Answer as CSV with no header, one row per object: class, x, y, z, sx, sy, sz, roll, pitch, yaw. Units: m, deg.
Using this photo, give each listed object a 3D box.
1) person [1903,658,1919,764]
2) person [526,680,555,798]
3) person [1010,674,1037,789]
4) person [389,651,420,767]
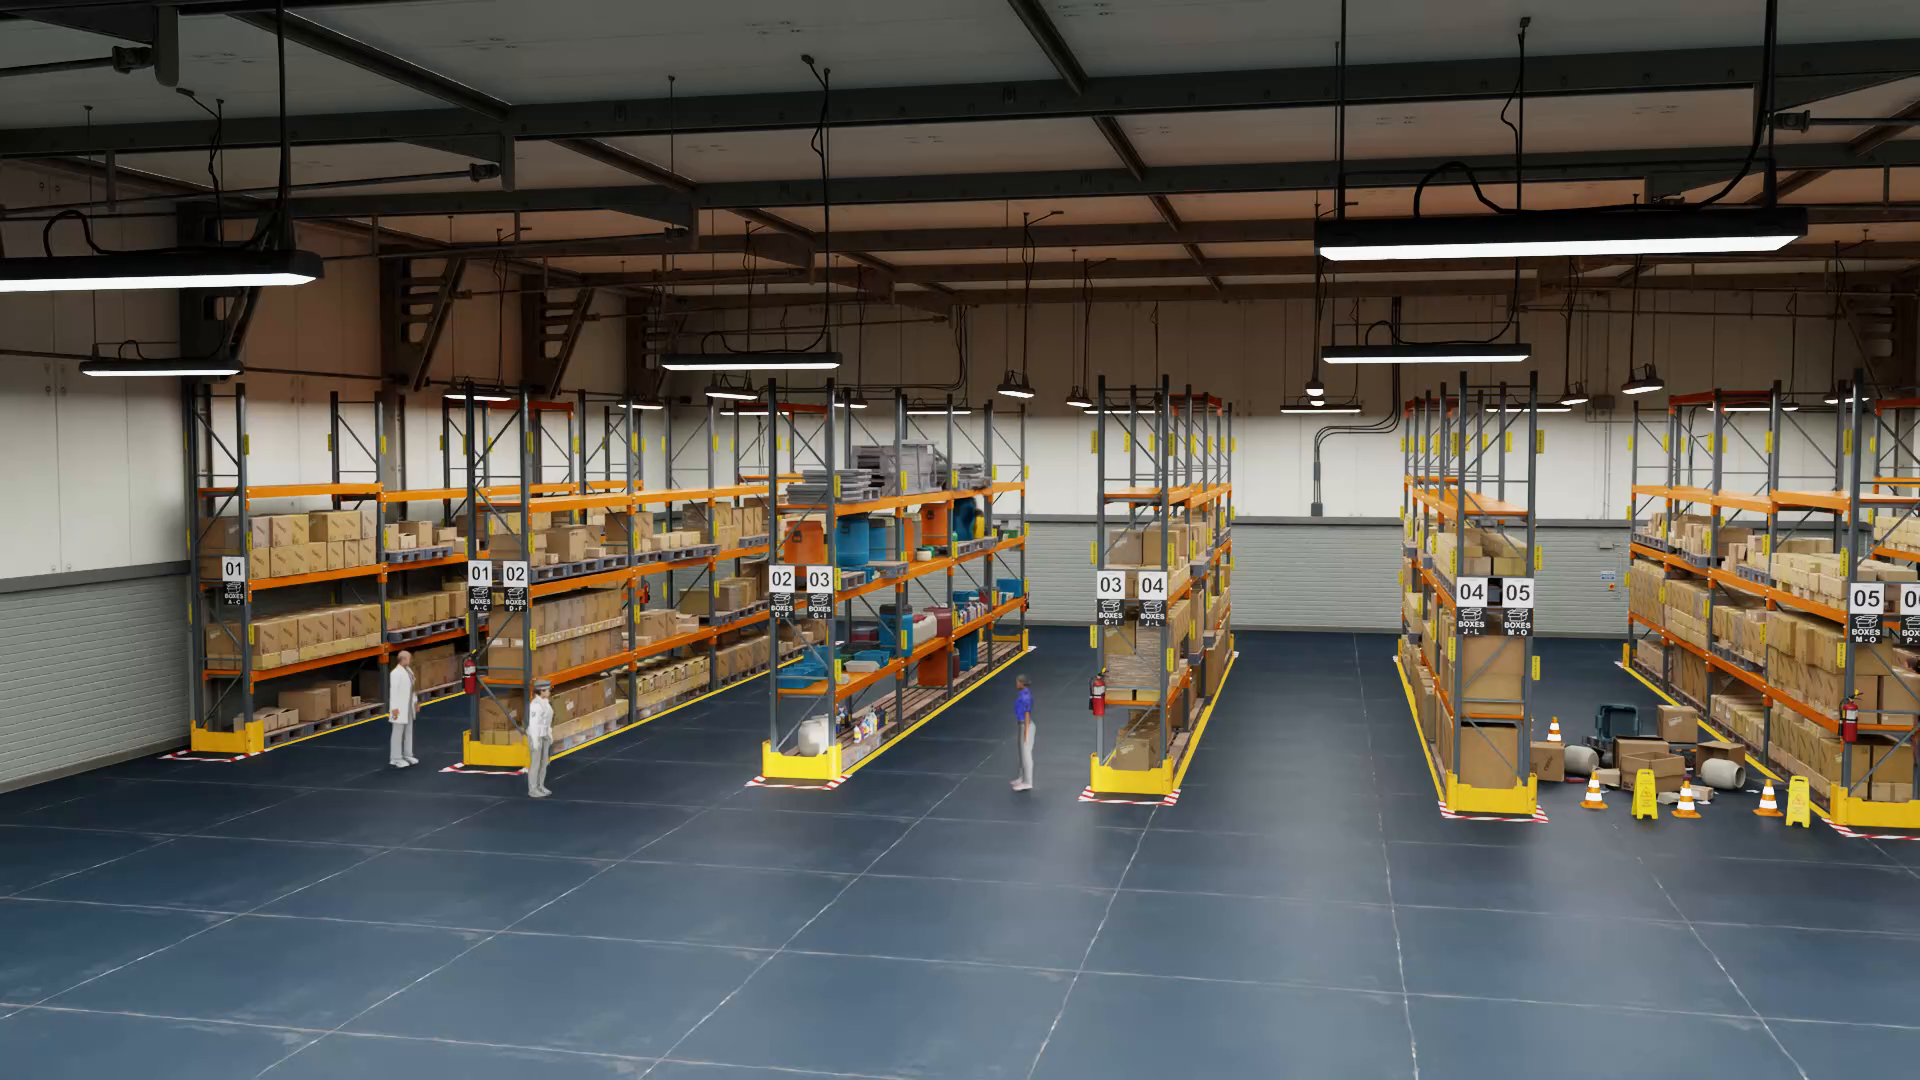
person,15.057,2.713,26.185,0.605,1.686,0.642,1,3,11
person,-5.976,2.822,23.682,0.379,1.673,0.516,1,3,12
person,0.920,2.779,24.261,0.389,1.666,0.501,0,3,1
person,-8.687,2.624,25.986,0.423,1.800,0.612,1,3,9
